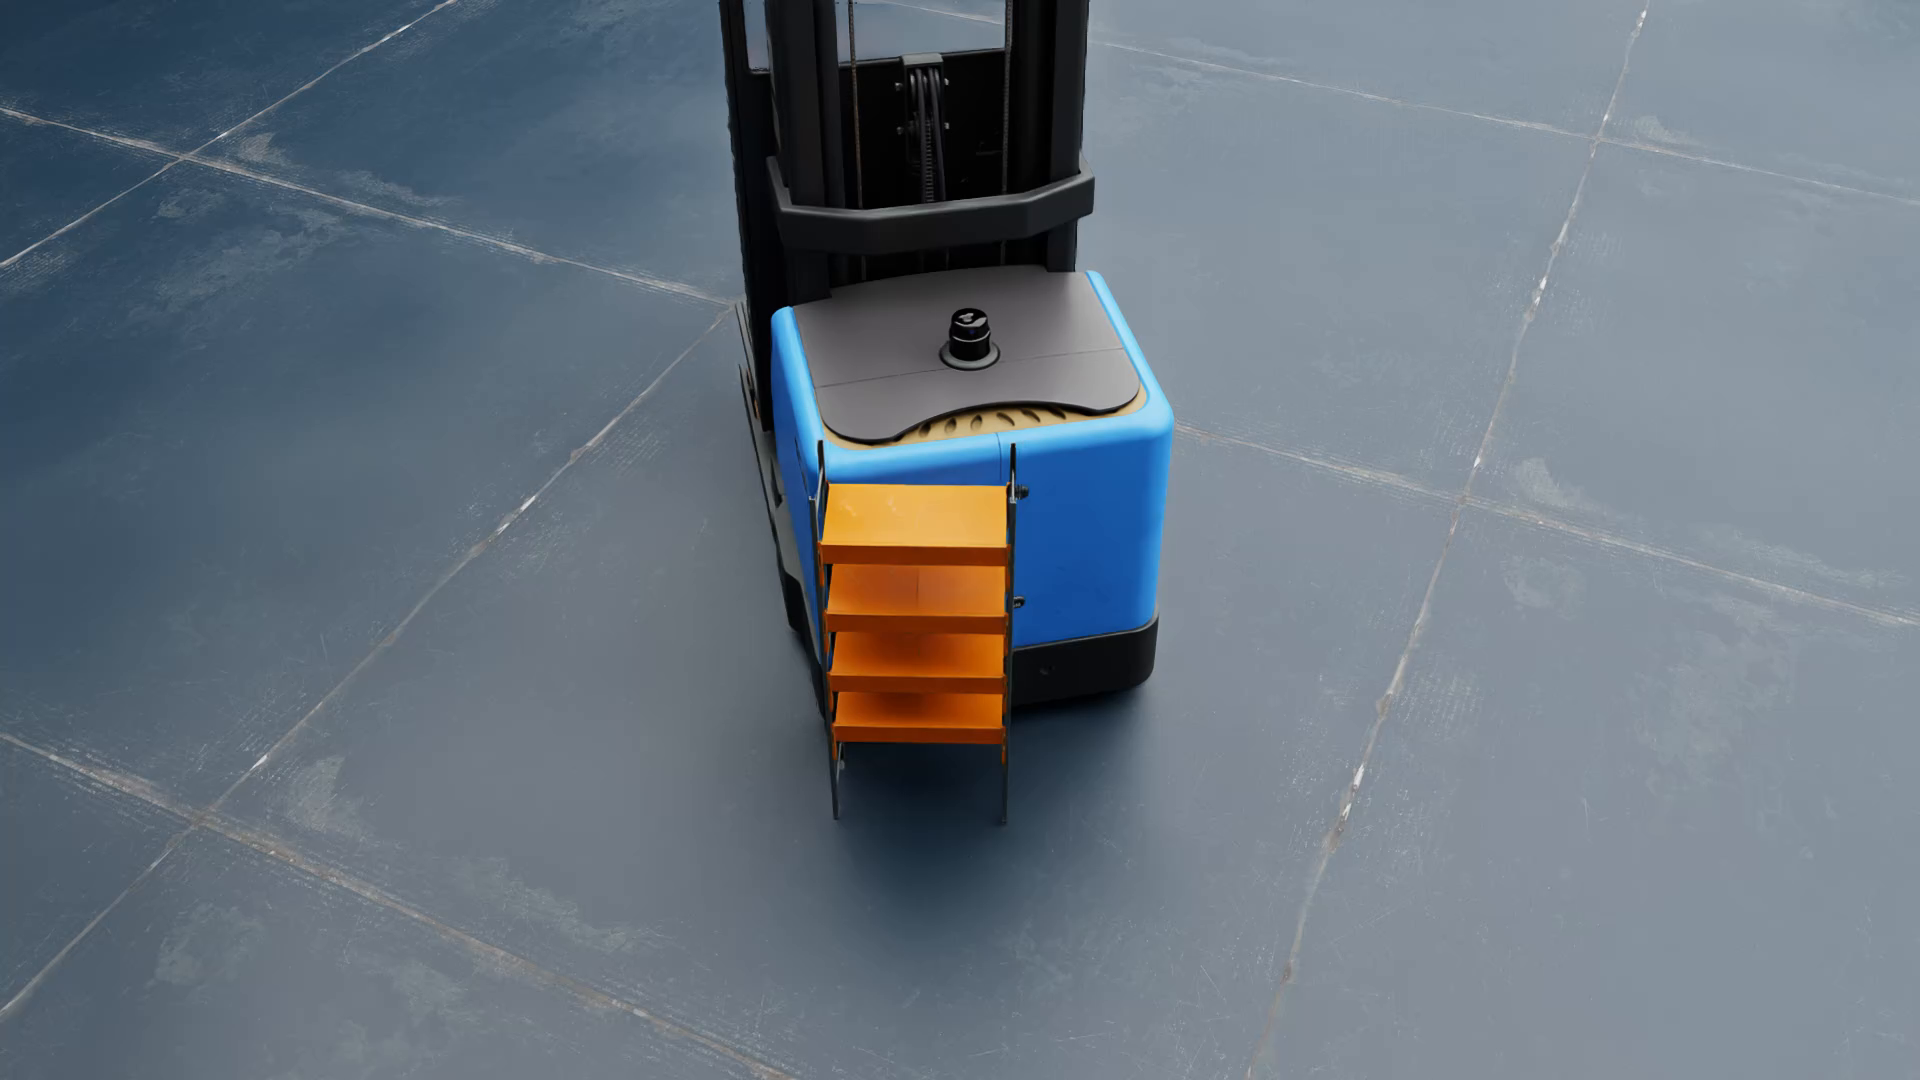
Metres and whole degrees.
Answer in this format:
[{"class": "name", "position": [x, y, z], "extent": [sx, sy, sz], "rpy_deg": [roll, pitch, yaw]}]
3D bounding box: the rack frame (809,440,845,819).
[{"class": "rack frame", "position": [-0.356, 0.278, 4.514], "extent": [0.015, 1.200, 0.240], "rpy_deg": [1, 41, 1]}]

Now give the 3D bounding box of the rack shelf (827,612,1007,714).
[{"class": "rack shelf", "position": [-0.112, 0.332, 4.553], "extent": [0.480, 0.148, 0.258], "rpy_deg": [1, 41, 1]}]

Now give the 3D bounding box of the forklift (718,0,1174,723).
[{"class": "forklift", "position": [-0.213, -1.508, 5.253], "extent": [1.130, 2.935, 3.031], "rpy_deg": [-8, 42, -9]}]

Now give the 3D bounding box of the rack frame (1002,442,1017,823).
[{"class": "rack frame", "position": [0.132, 0.285, 4.505], "extent": [0.015, 1.200, 0.240], "rpy_deg": [1, 41, 1]}]

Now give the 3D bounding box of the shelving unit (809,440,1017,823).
[{"class": "shelving unit", "position": [-0.112, 0.281, 4.509], "extent": [0.503, 1.200, 0.258], "rpy_deg": [1, 41, 1]}]

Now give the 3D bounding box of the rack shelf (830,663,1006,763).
[{"class": "rack shelf", "position": [-0.112, 0.482, 4.683], "extent": [0.480, 0.148, 0.258], "rpy_deg": [1, 41, 1]}]

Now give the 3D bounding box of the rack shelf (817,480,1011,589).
[{"class": "rack shelf", "position": [-0.112, -0.015, 4.252], "extent": [0.480, 0.148, 0.258], "rpy_deg": [1, 41, 1]}]

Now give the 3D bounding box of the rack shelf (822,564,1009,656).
[{"class": "rack shelf", "position": [-0.112, 0.163, 4.407], "extent": [0.480, 0.148, 0.258], "rpy_deg": [1, 41, 1]}]
